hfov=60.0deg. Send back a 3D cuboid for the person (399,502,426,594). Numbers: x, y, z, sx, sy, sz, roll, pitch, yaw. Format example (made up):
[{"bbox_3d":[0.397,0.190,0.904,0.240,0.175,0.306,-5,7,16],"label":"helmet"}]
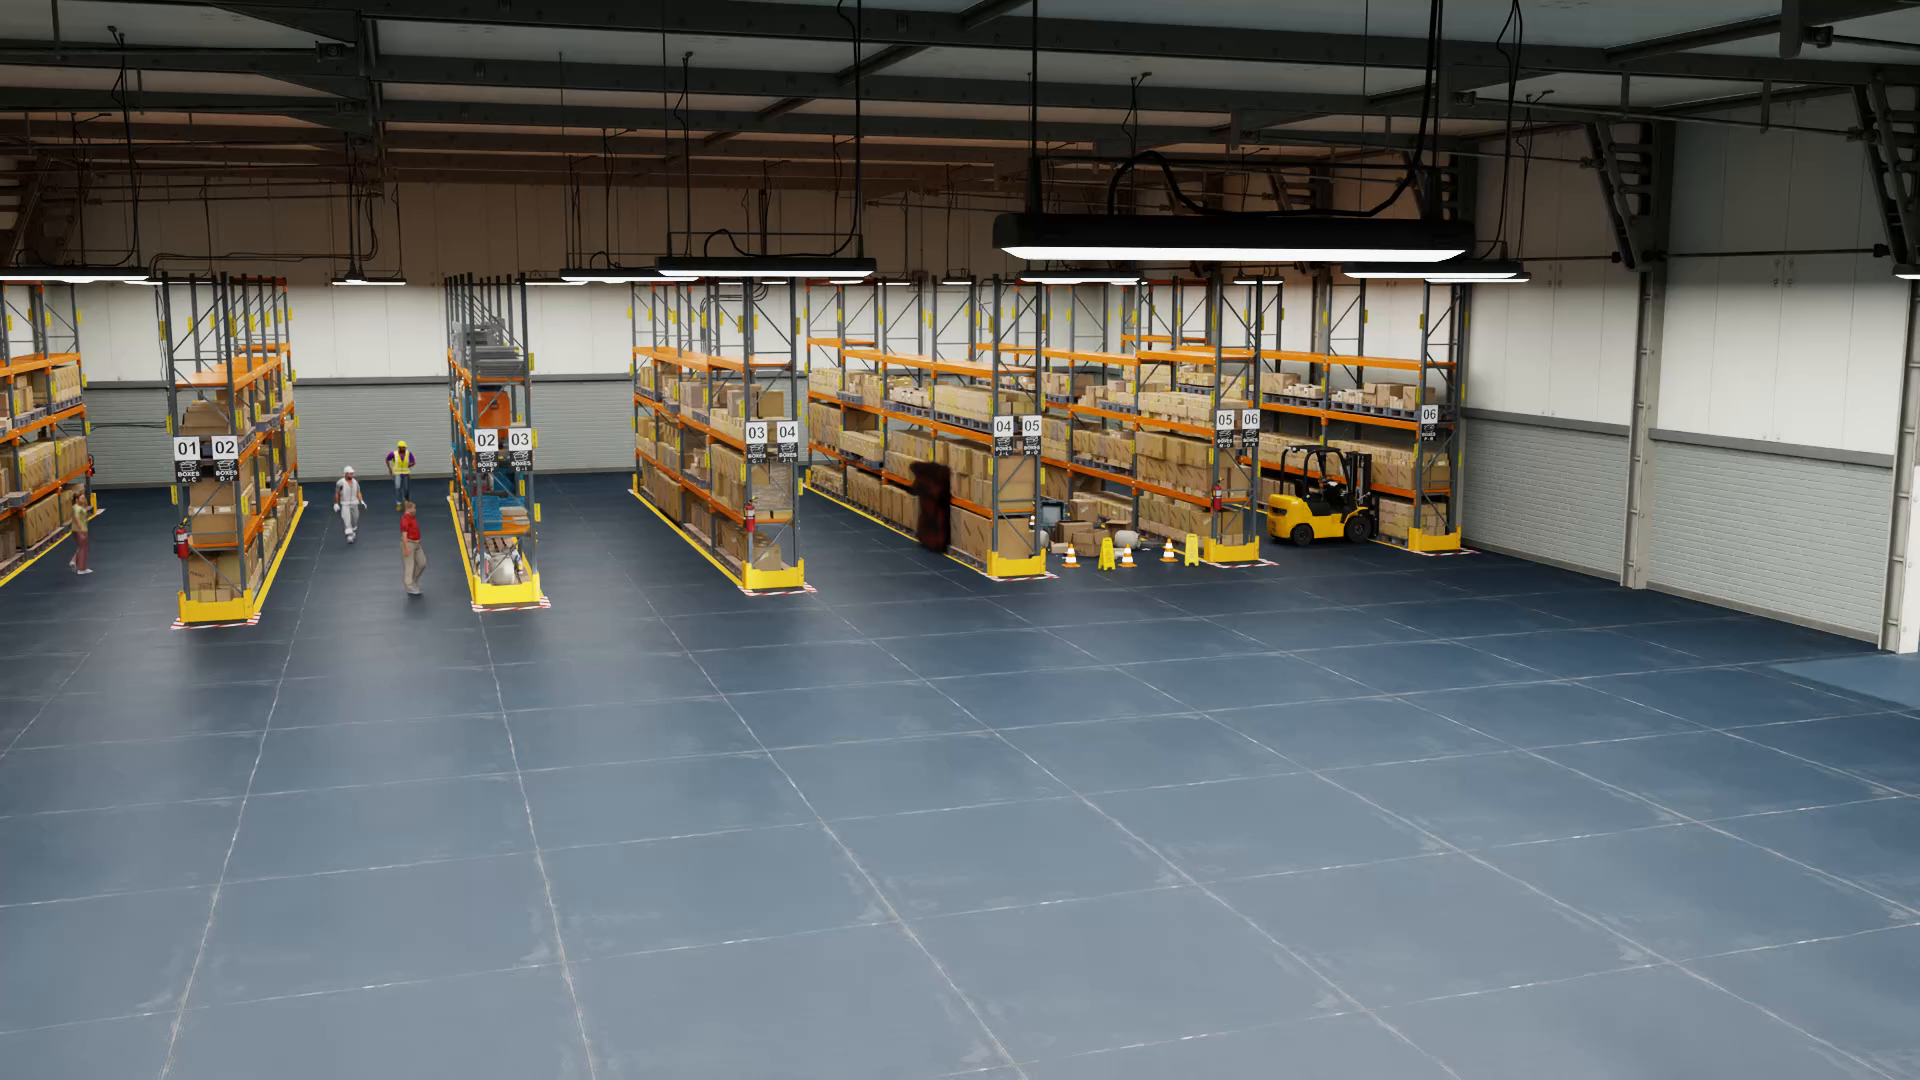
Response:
[{"bbox_3d":[-10.399,0.148,31.491,0.473,1.744,0.583,2,9,14],"label":"person"}]

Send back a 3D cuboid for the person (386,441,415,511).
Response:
[{"bbox_3d":[-14.598,-1.686,43.440,0.735,1.803,0.847,-3,9,-17],"label":"person"}]

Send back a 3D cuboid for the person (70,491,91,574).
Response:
[{"bbox_3d":[-17.703,-0.151,33.439,0.451,1.668,0.462,5,10,28],"label":"person"}]

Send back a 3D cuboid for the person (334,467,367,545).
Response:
[{"bbox_3d":[-13.761,-0.790,37.516,0.687,1.742,1.058,-4,10,-27],"label":"person"}]
